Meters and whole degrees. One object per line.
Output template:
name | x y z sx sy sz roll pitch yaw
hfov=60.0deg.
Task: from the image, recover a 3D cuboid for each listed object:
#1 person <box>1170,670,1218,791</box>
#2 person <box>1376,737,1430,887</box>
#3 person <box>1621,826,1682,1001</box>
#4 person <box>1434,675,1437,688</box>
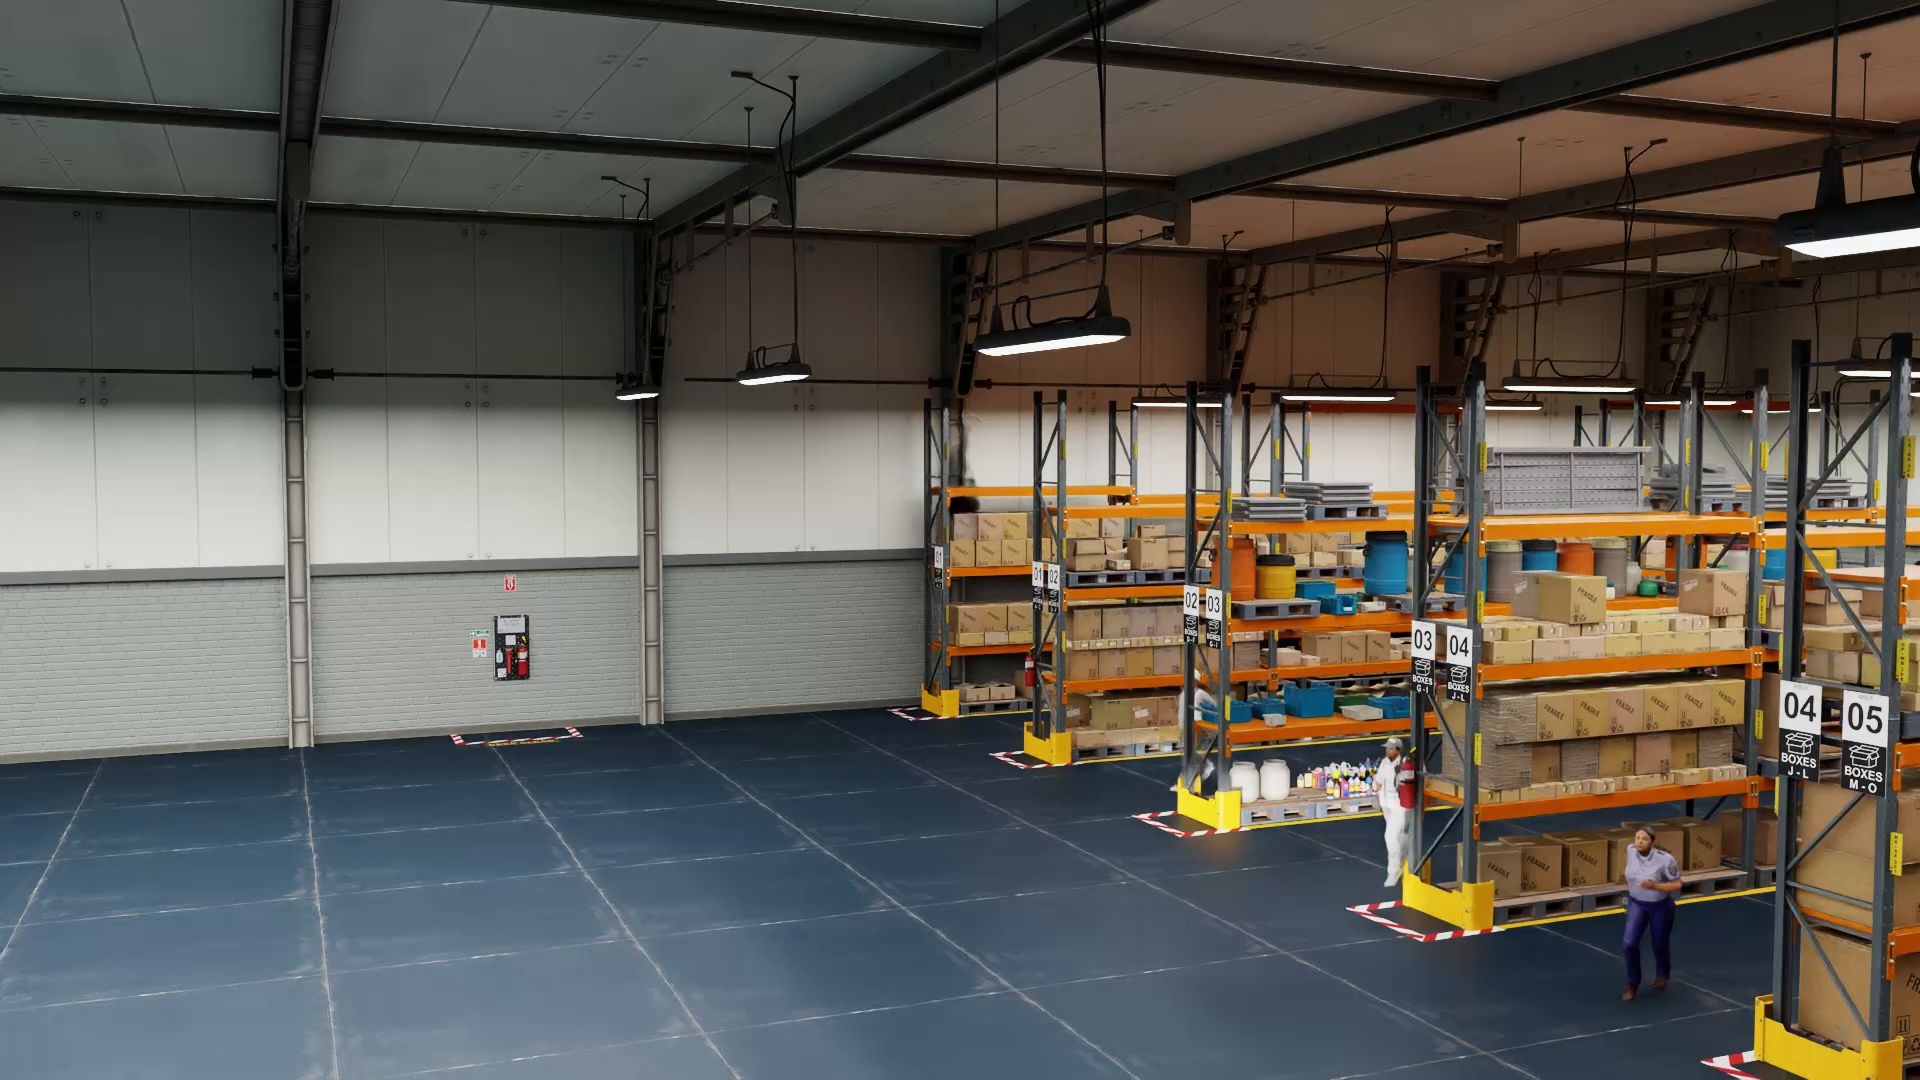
person | 3.470 2.802 24.703 0.924 1.768 0.670 -2 4 -33
person | 5.196 3.185 19.618 0.735 1.739 0.618 -2 4 -29
person | 6.402 3.466 15.398 0.589 1.697 0.787 3 4 40
person | 9.337 2.332 32.964 0.842 1.839 0.680 -2 4 -30
